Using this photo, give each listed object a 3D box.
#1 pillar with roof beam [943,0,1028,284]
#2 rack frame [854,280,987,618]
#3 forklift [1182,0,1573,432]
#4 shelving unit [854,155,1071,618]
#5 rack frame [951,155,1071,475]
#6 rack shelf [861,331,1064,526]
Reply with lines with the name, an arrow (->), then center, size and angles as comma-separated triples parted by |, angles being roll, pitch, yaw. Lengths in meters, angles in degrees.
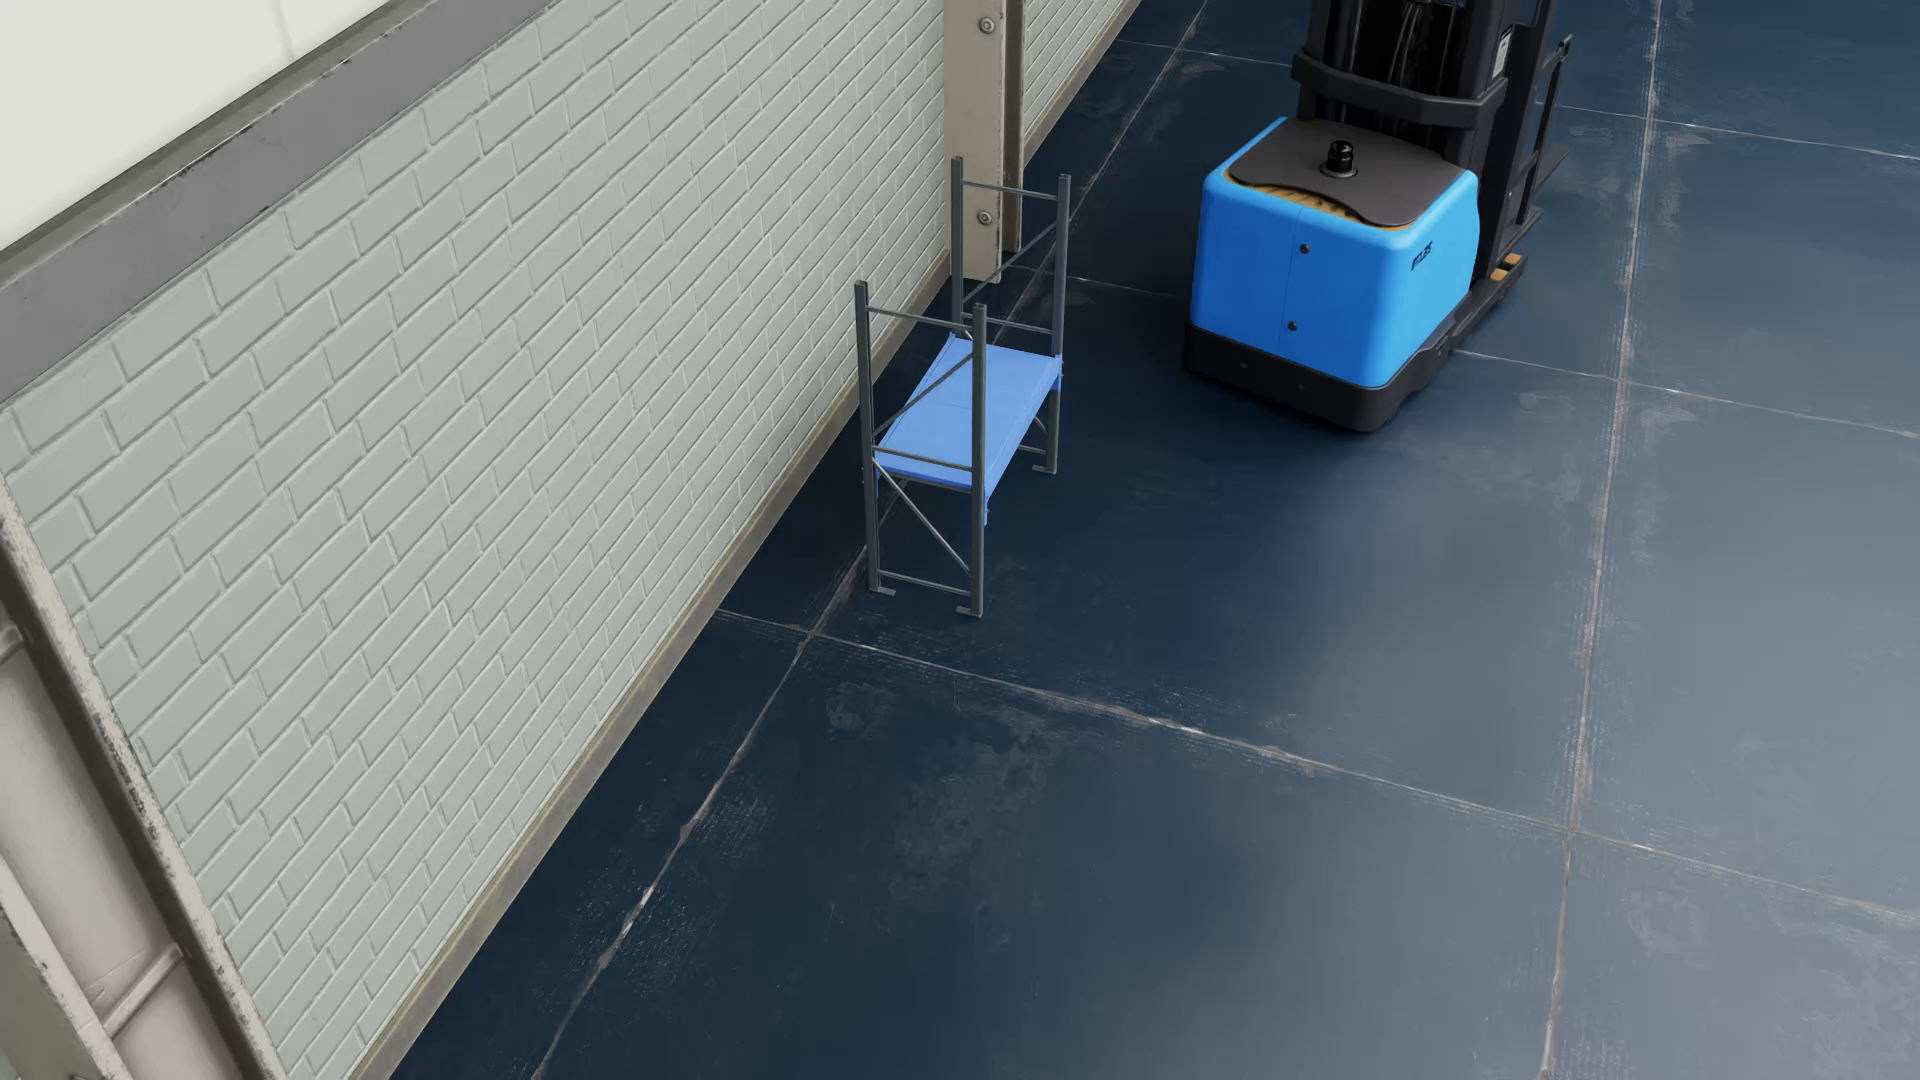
pillar with roof beam -> 4.170, -3.986, 4.989 | 9.100, 9.000, 0.400 | 13, 42, 15
rack frame -> -0.145, -0.313, 6.461 | 0.500, 1.500, 0.032 | 13, 42, 15
forklift -> 2.353, -2.534, 7.962 | 1.130, 2.935, 3.031 | 25, 46, 26
shelving unit -> 0.029, -0.623, 6.824 | 0.538, 1.500, 1.048 | 13, 42, 15
rack frame -> 0.203, -0.933, 7.188 | 0.500, 1.500, 0.032 | 13, 42, 15
rack shelf -> 0.029, -0.486, 6.941 | 0.538, 0.185, 1.000 | 13, 42, 15
